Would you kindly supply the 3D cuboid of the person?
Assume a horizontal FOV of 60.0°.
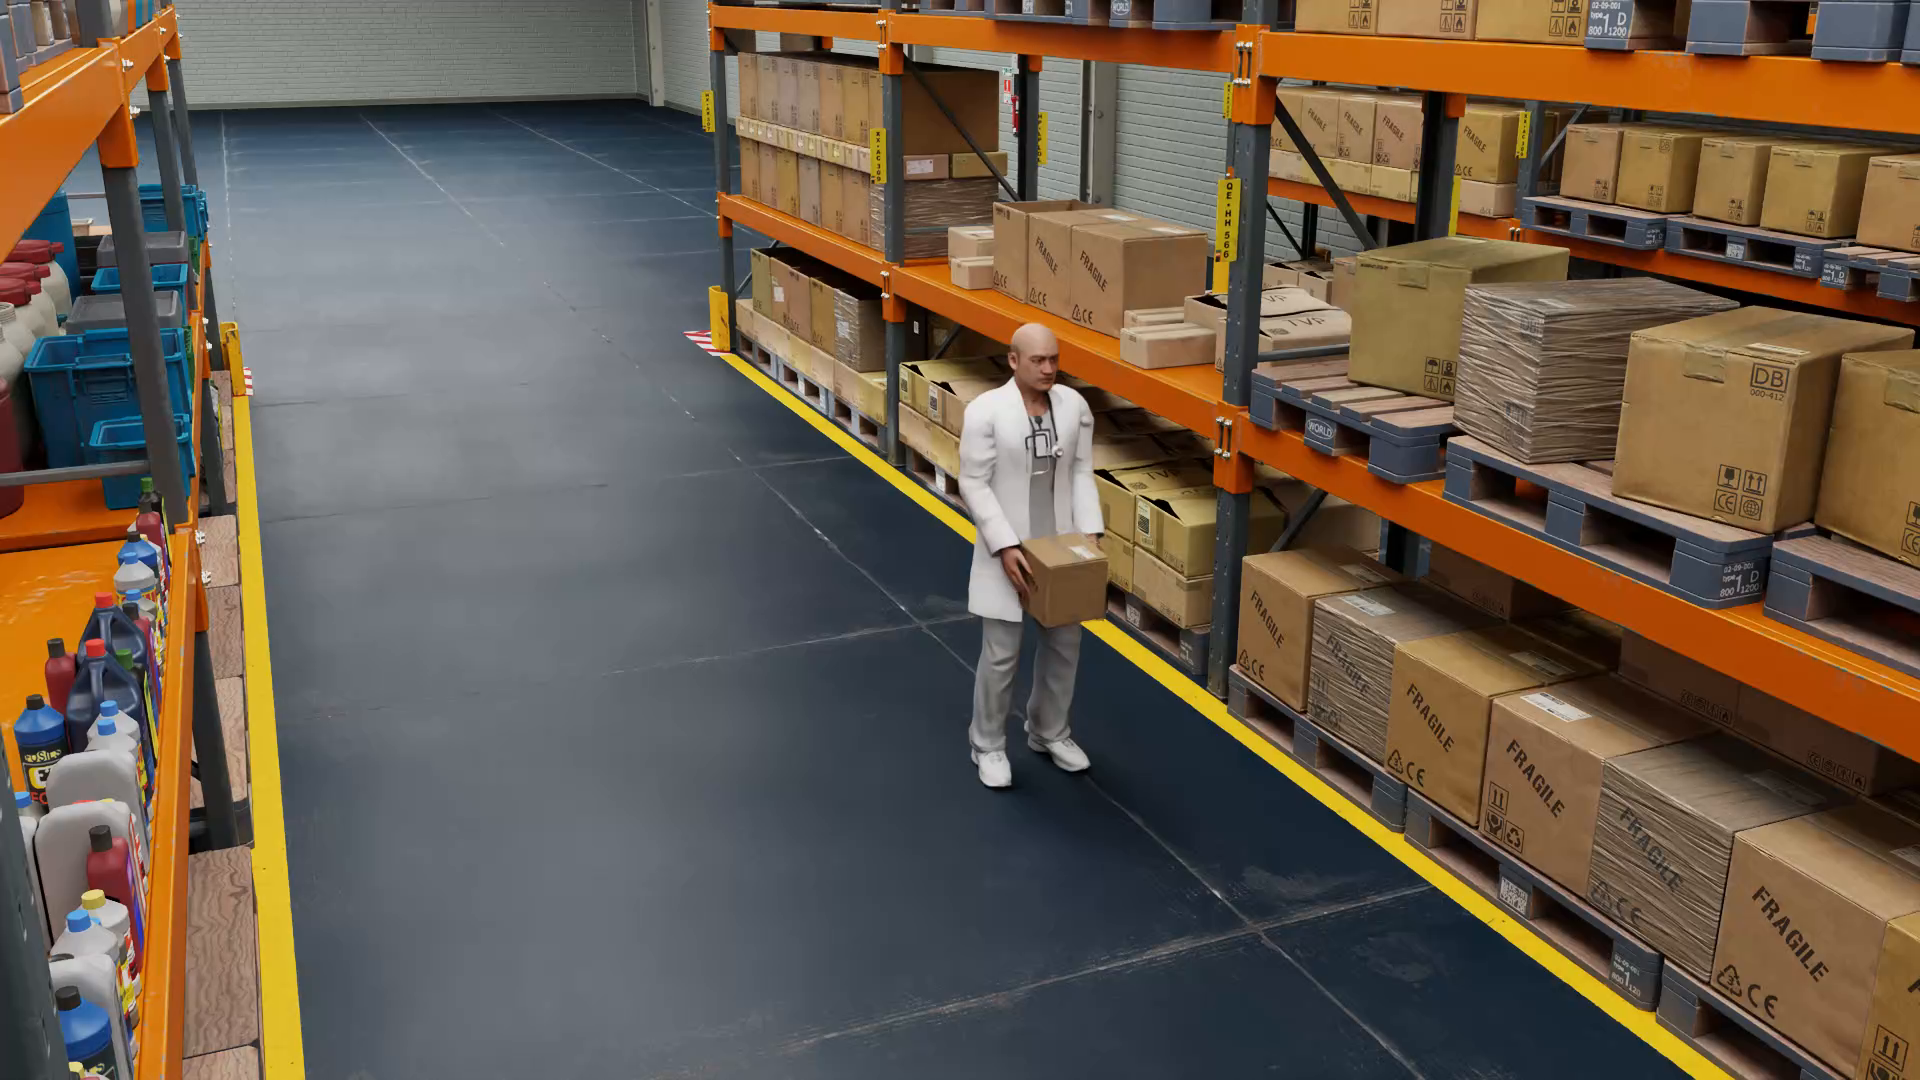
[{"bbox_3d":[0.290,0.059,6.398,0.575,1.782,0.467,-8,20,-23],"label":"person"}]
